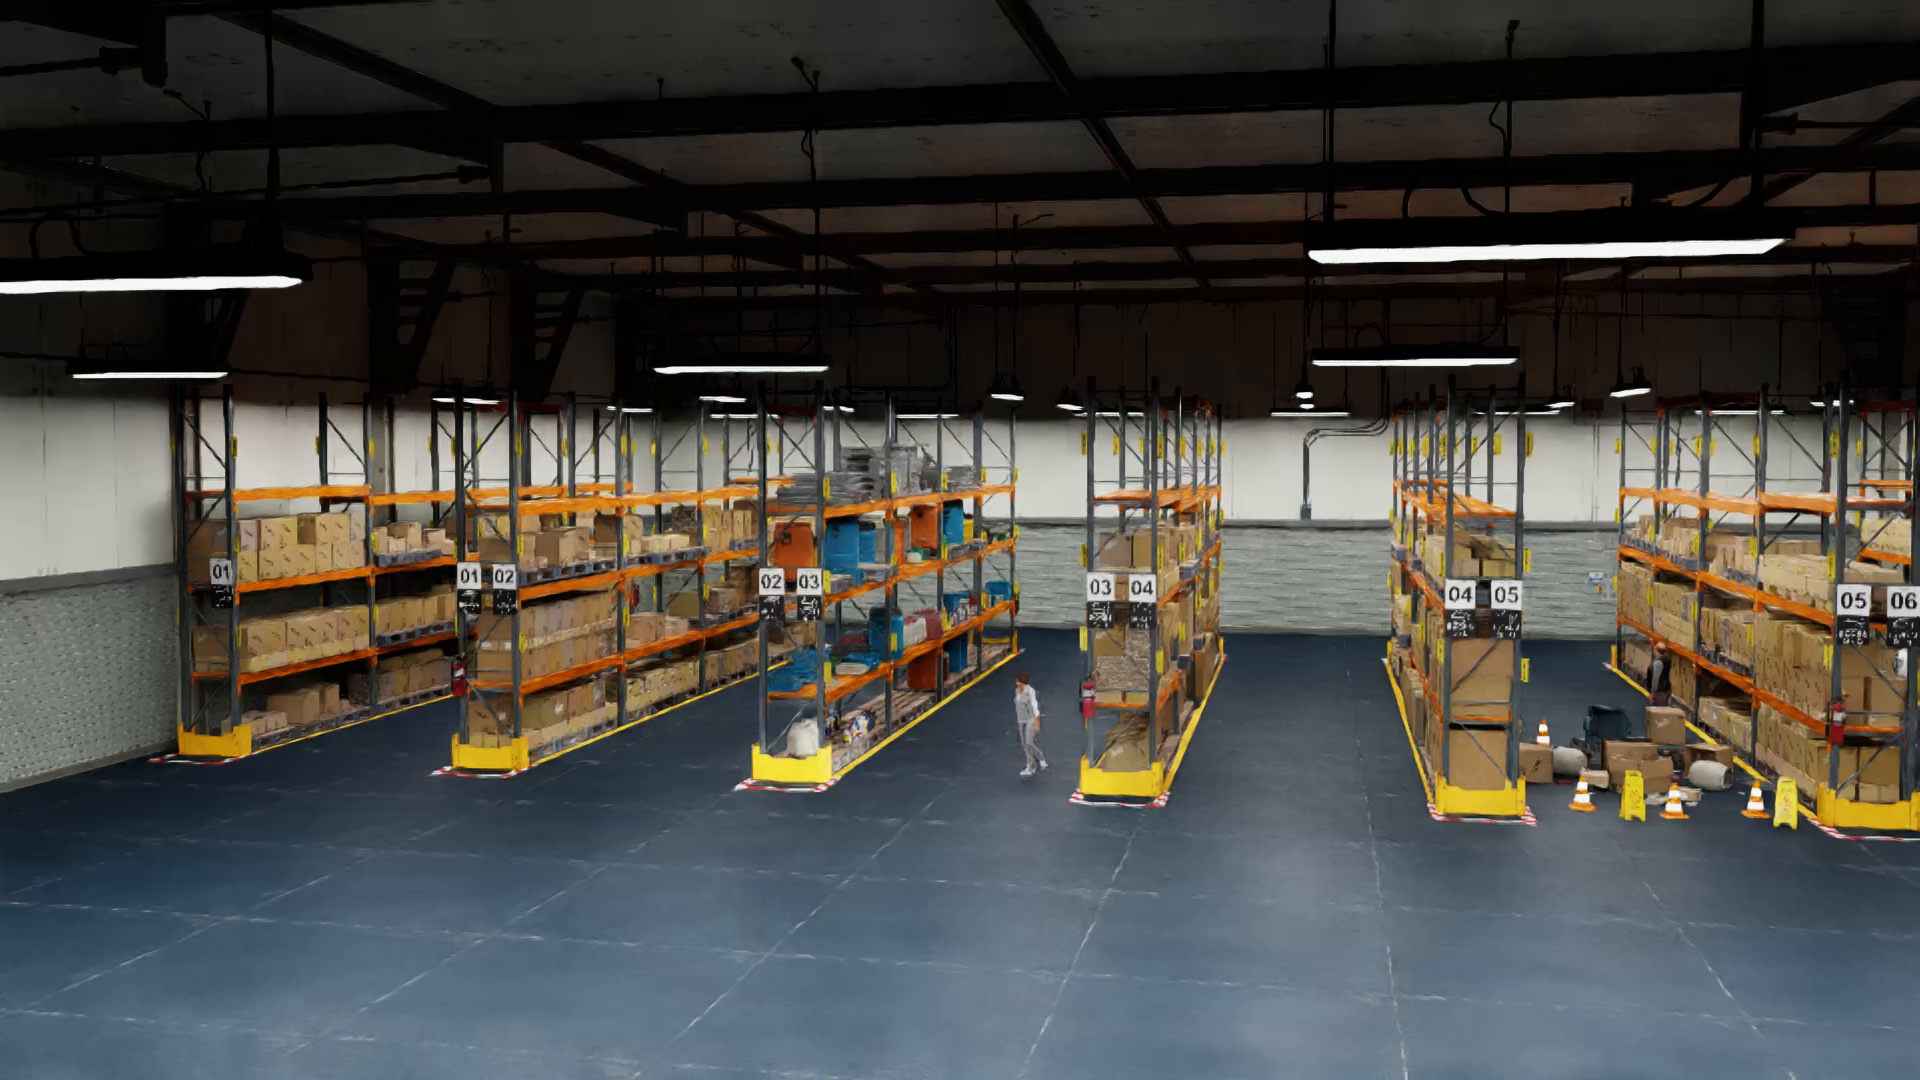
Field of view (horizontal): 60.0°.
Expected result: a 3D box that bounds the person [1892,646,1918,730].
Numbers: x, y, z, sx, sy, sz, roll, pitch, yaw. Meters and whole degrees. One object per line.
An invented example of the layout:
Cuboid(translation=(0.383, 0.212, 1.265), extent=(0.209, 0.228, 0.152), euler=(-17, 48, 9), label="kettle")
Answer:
Cuboid(translation=(16.693, 2.506, 29.453), extent=(0.553, 1.664, 0.585), euler=(2, 4, 37), label="person")

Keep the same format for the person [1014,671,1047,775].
Cuboid(translation=(1.078, 2.787, 25.402), extent=(0.477, 1.590, 0.475), euler=(-2, 4, -38), label="person")

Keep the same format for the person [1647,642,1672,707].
Cuboid(translation=(11.700, 2.570, 27.894), extent=(0.555, 1.722, 0.615), euler=(2, 4, 36), label="person")
